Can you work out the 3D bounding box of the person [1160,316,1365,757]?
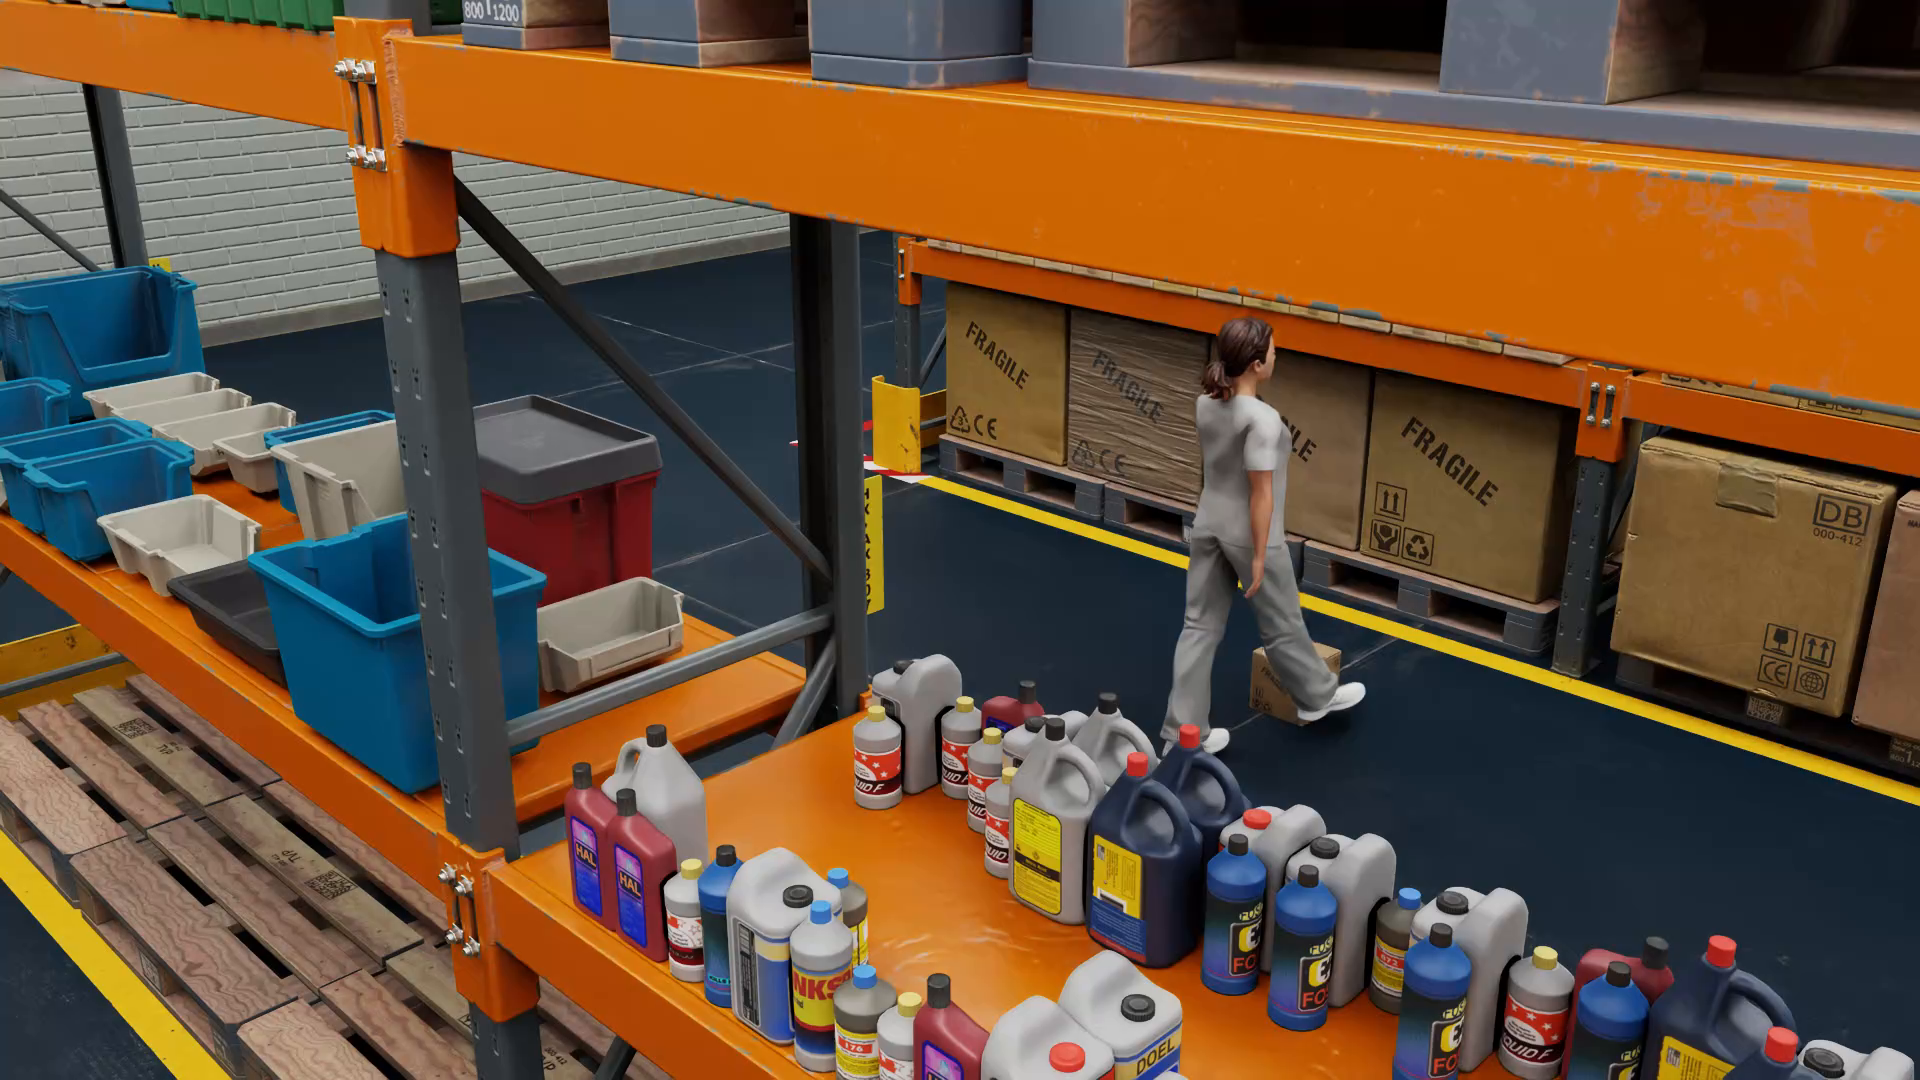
[{"bbox_3d":[1.113,-0.036,6.140,0.904,1.640,0.454,-15,25,-34],"label":"person"}]
